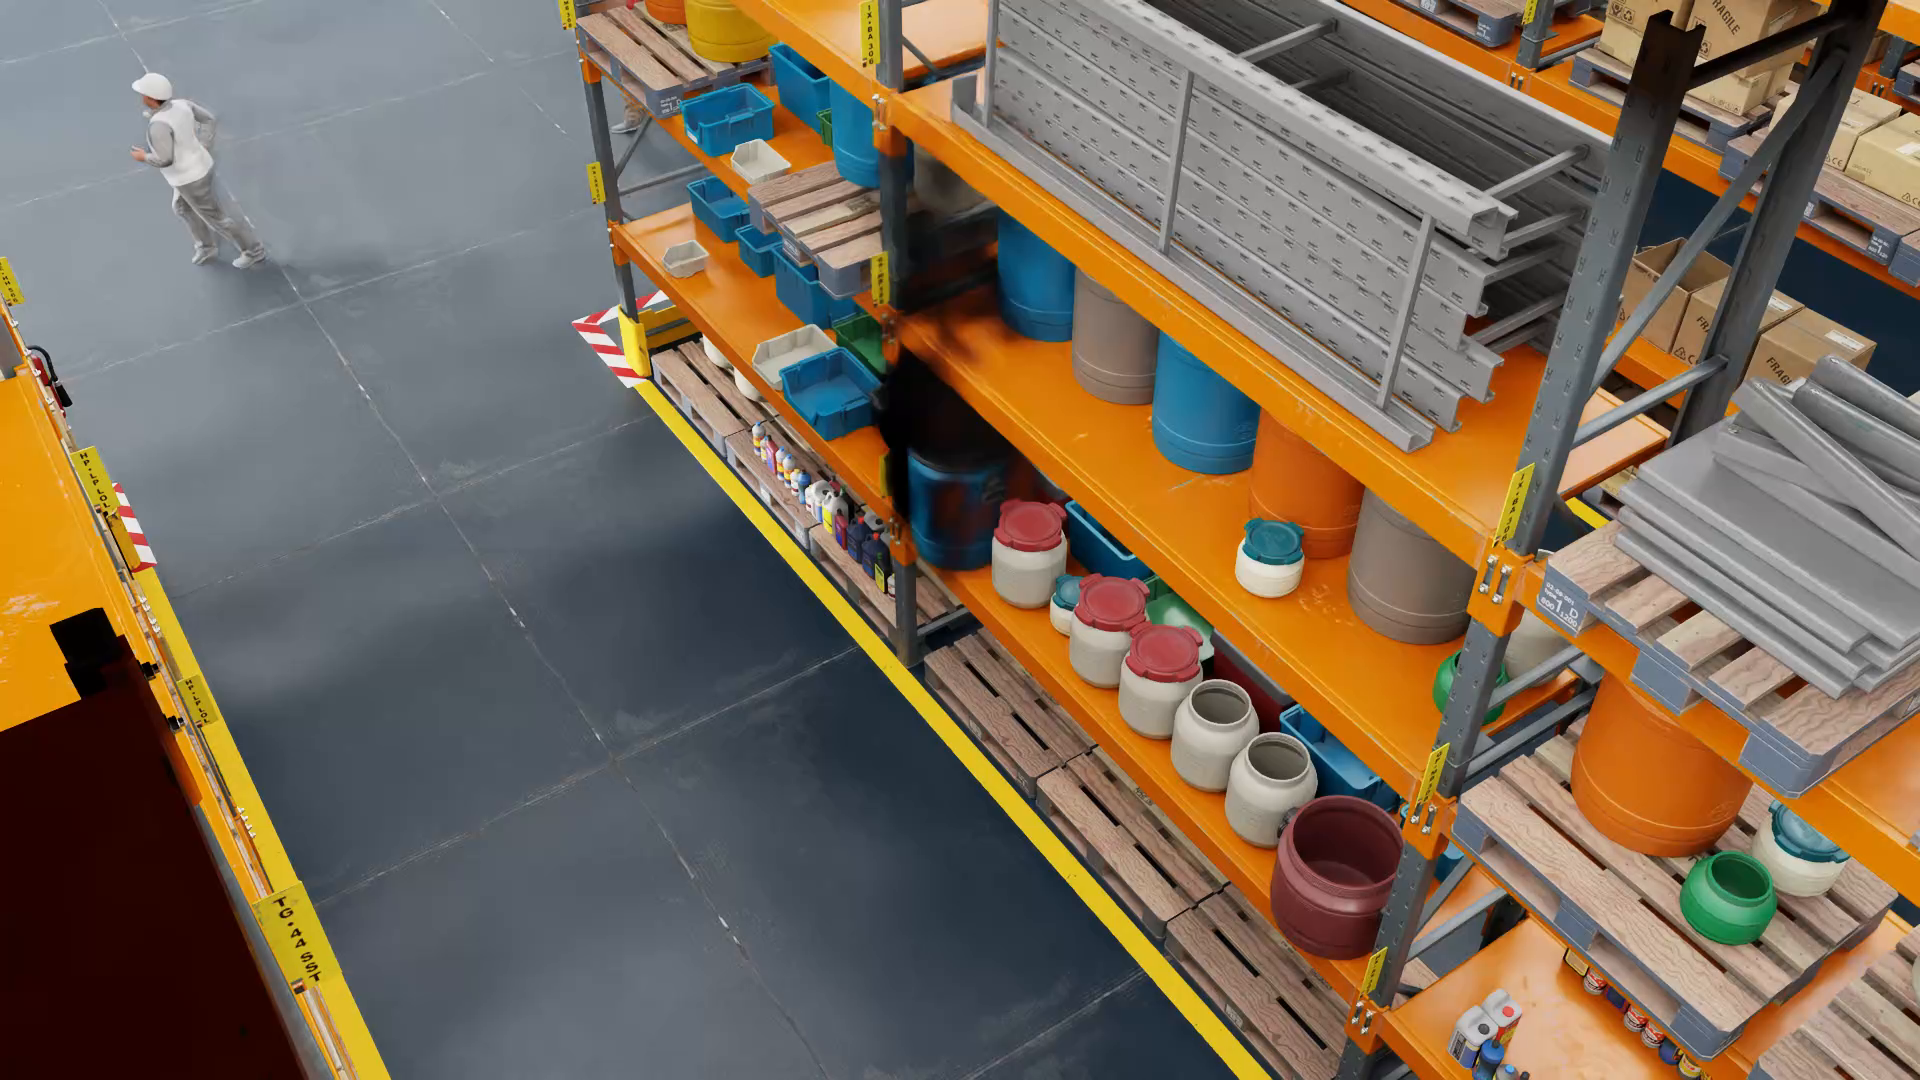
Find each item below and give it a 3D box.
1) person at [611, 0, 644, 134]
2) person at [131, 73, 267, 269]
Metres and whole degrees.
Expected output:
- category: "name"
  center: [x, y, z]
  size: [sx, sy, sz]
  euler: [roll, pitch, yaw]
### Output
- category: "person"
  center: [-2.927, -4.560, 15.459]
  size: [0.888, 1.741, 0.650]
  euler: [-2, 43, -2]
- category: "person"
  center: [-6.311, -2.975, 13.689]
  size: [0.788, 1.828, 0.651]
  euler: [-2, 43, -2]
